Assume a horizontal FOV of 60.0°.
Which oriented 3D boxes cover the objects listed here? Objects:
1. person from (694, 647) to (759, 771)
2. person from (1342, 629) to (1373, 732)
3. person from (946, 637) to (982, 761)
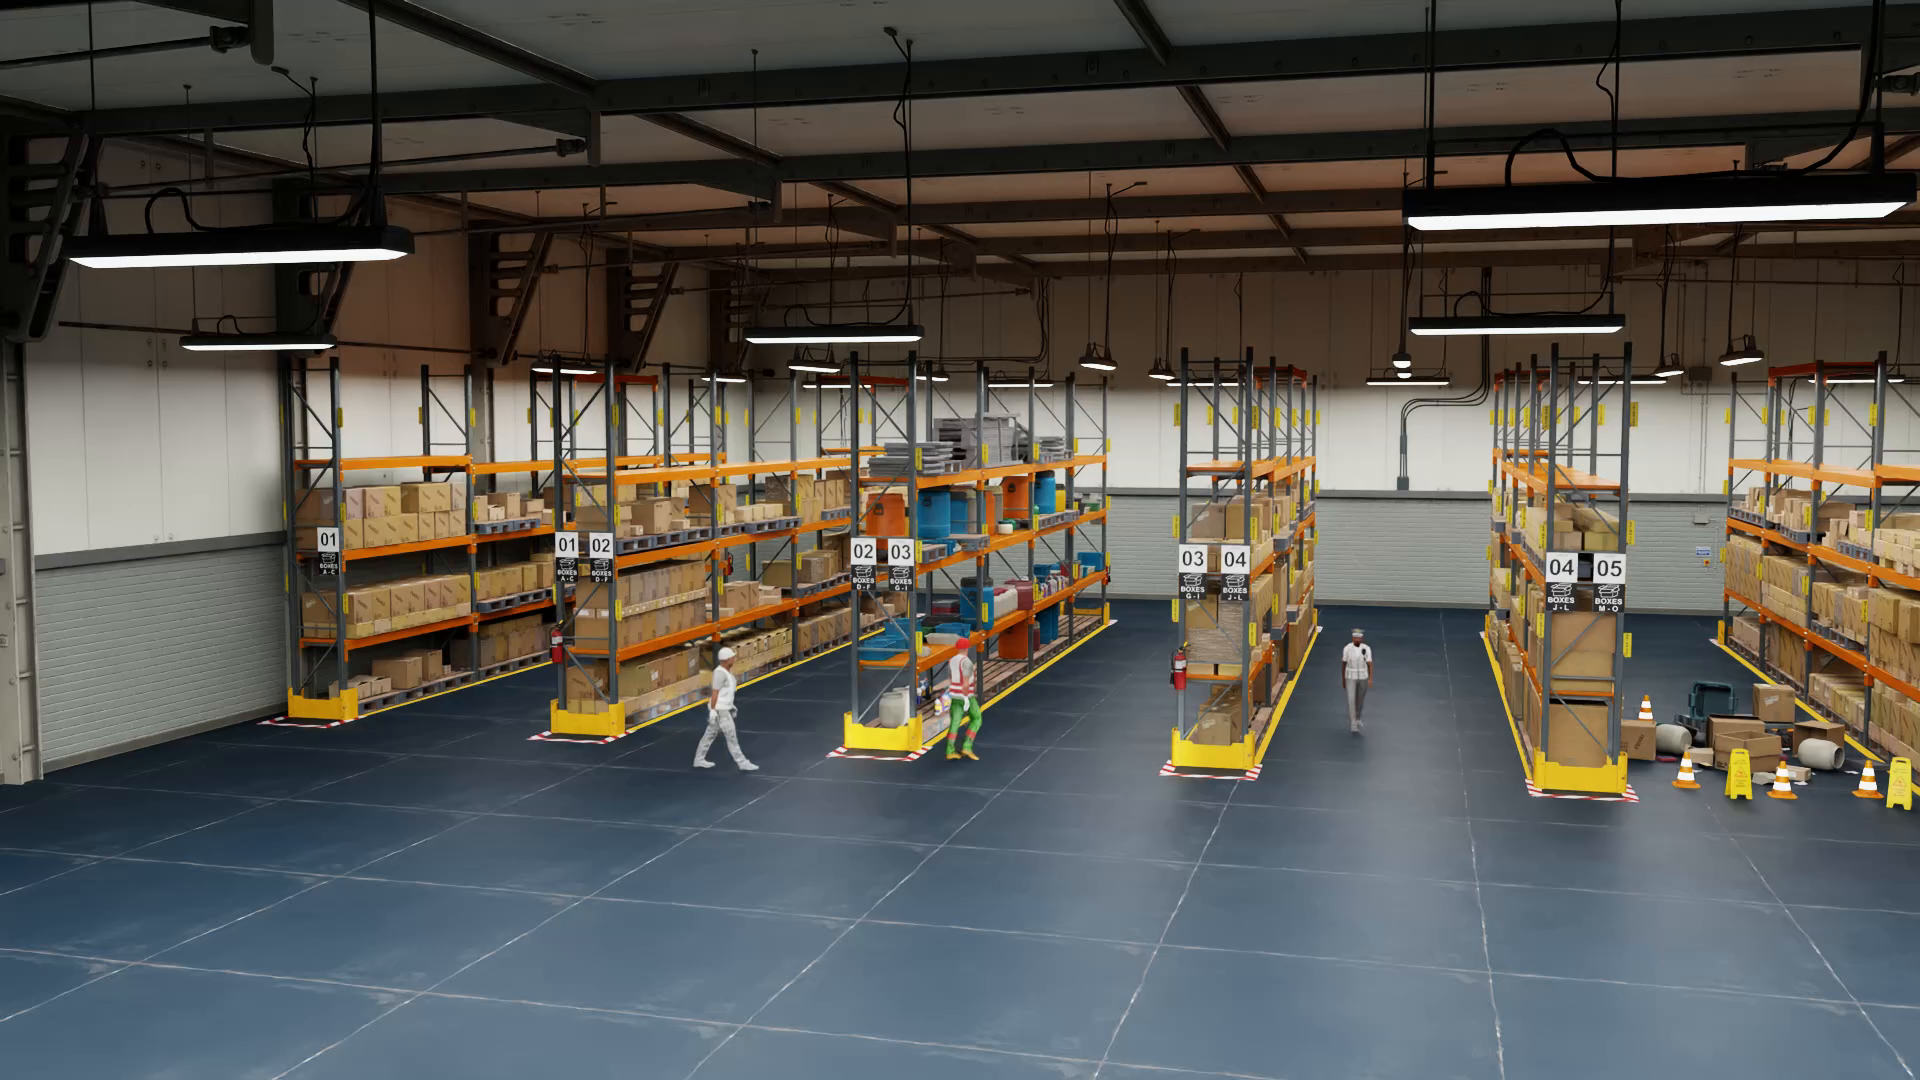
[{"bbox_3d":[-3.308,2.379,23.568,0.980,1.719,0.629,0,4,4],"label":"person"},{"bbox_3d":[6.352,2.225,26.543,0.464,1.612,0.992,0,4,5],"label":"person"},{"bbox_3d":[0.000,2.321,24.362,0.546,1.789,0.606,-3,5,-37],"label":"person"}]
